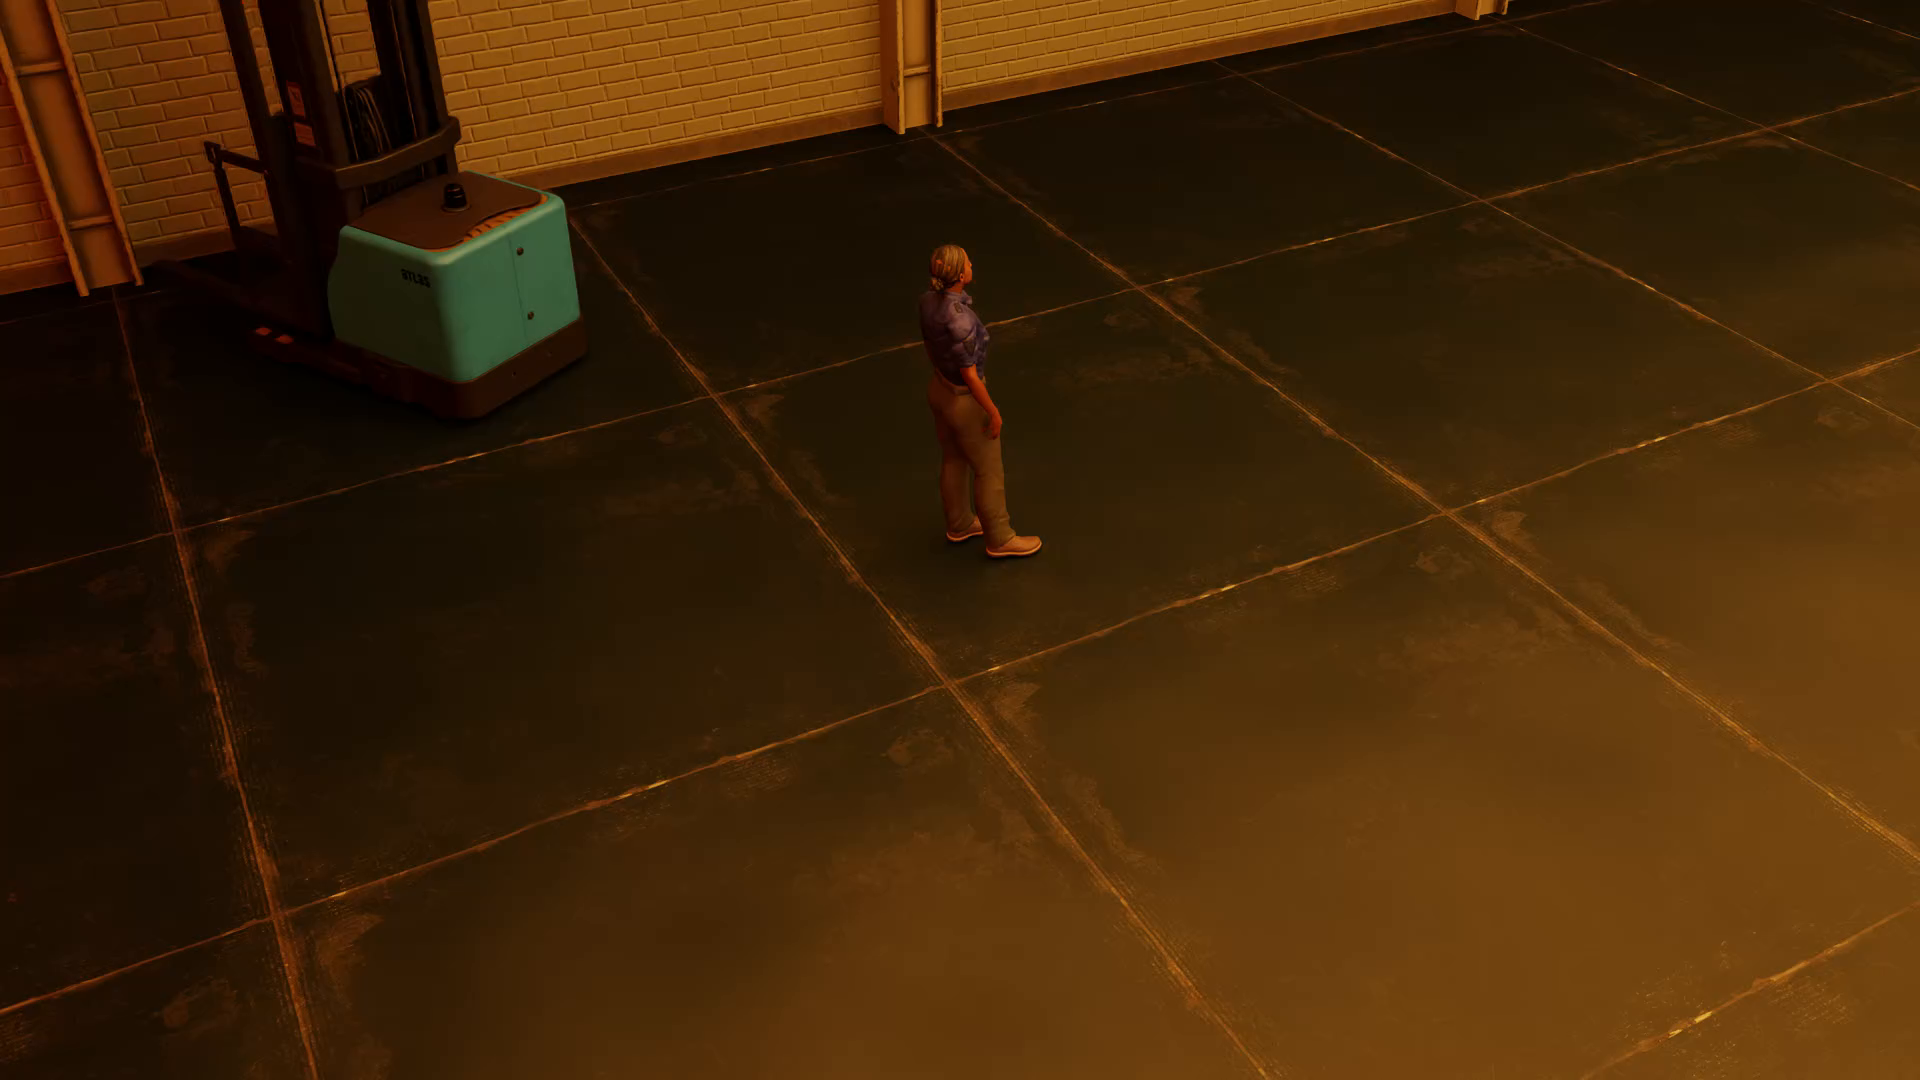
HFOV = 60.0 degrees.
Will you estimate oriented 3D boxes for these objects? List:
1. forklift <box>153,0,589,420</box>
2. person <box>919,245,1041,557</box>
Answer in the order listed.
[{"bbox_3d":[-3.798,-2.522,9.691,3.031,2.935,1.130,20,40,26],"label":"forklift"},{"bbox_3d":[0.087,-0.695,8.200,0.503,1.656,0.570,-17,39,-23],"label":"person"}]
